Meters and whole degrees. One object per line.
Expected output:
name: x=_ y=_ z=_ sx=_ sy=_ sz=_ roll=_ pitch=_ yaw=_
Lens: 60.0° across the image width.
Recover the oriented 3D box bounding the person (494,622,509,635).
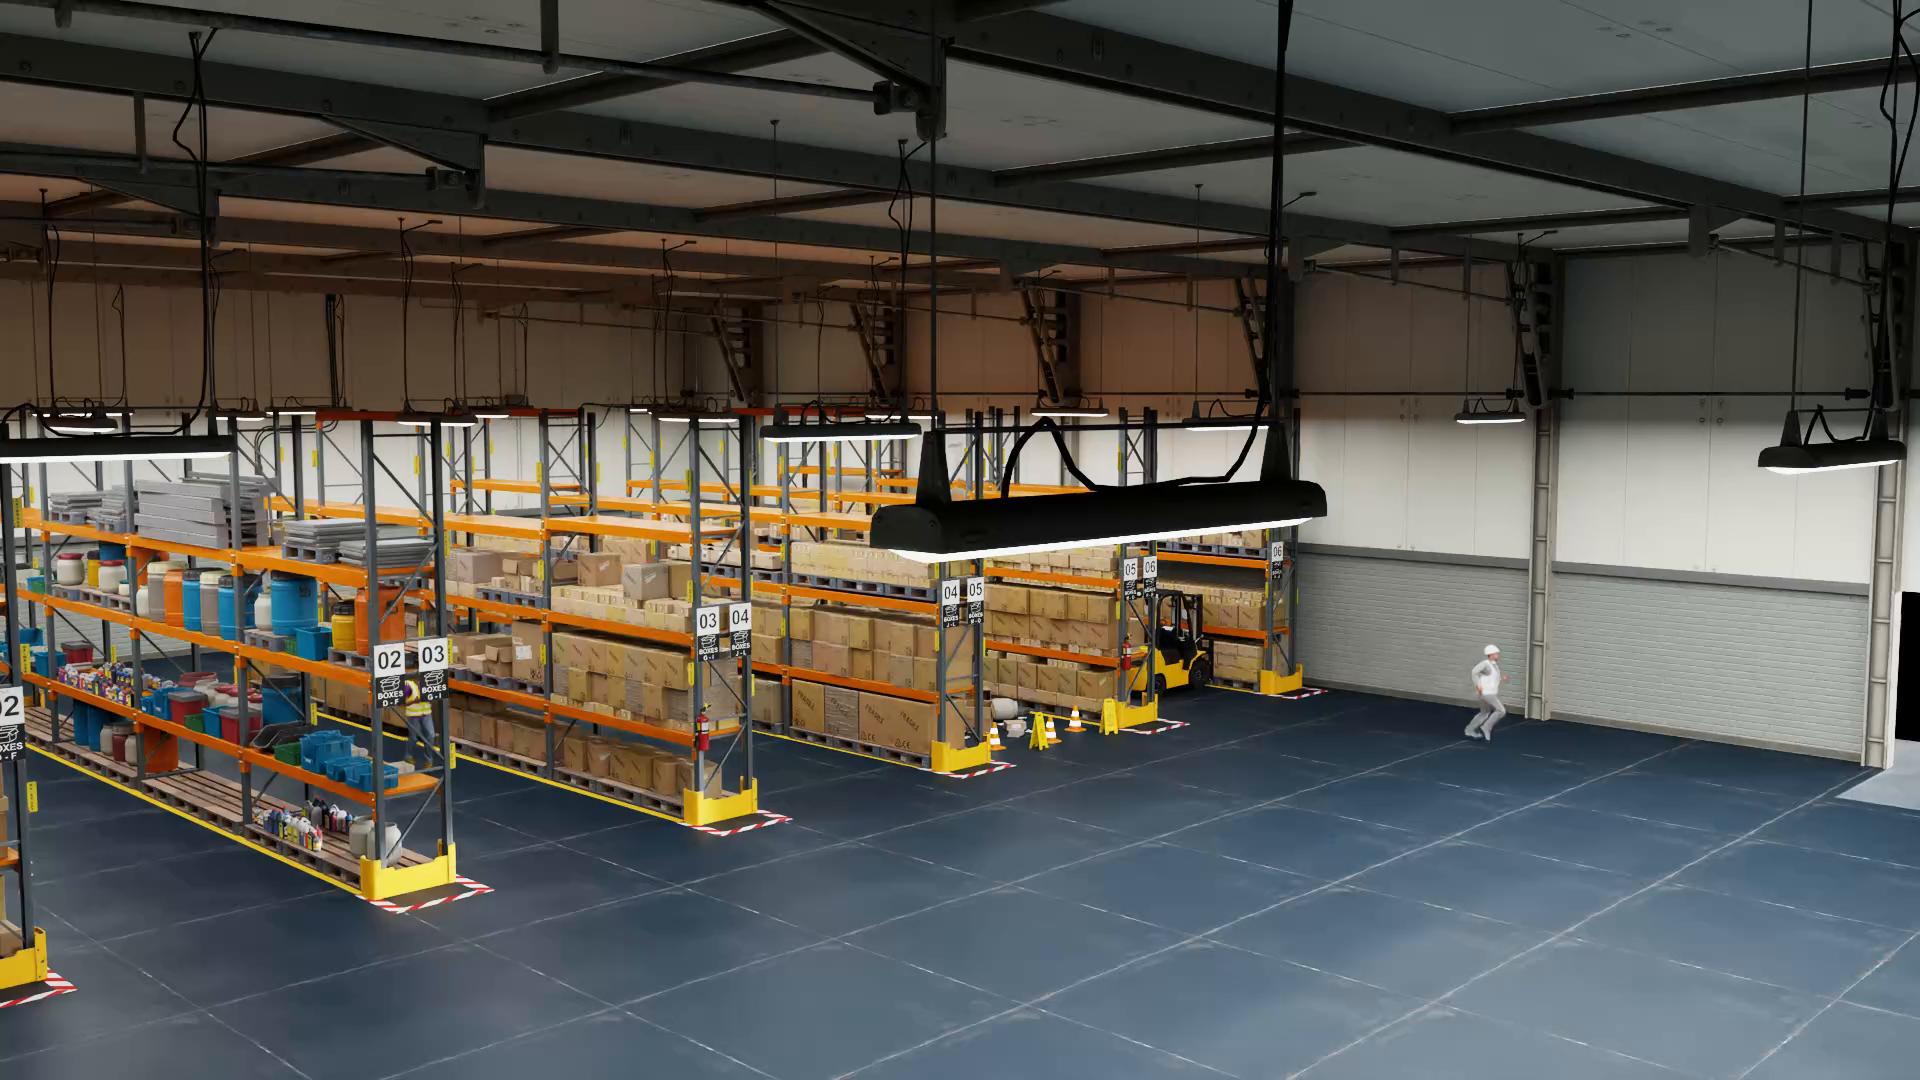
person: x=-11.565 y=1.786 z=42.042 sx=0.616 sy=1.645 sz=0.538 roll=2 pitch=5 yaw=21

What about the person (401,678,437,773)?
person: x=-9.080 y=2.974 z=27.888 sx=0.738 sy=1.823 sz=0.677 roll=5 pitch=7 yaw=43

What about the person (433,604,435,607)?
person: x=-11.586 y=2.246 z=36.847 sx=0.681 sy=1.667 sz=0.584 roll=-4 pitch=6 yaw=-36

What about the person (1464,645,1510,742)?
person: x=9.577 y=2.780 z=30.207 sx=0.768 sy=1.747 sz=0.635 roll=3 pitch=6 yaw=29
